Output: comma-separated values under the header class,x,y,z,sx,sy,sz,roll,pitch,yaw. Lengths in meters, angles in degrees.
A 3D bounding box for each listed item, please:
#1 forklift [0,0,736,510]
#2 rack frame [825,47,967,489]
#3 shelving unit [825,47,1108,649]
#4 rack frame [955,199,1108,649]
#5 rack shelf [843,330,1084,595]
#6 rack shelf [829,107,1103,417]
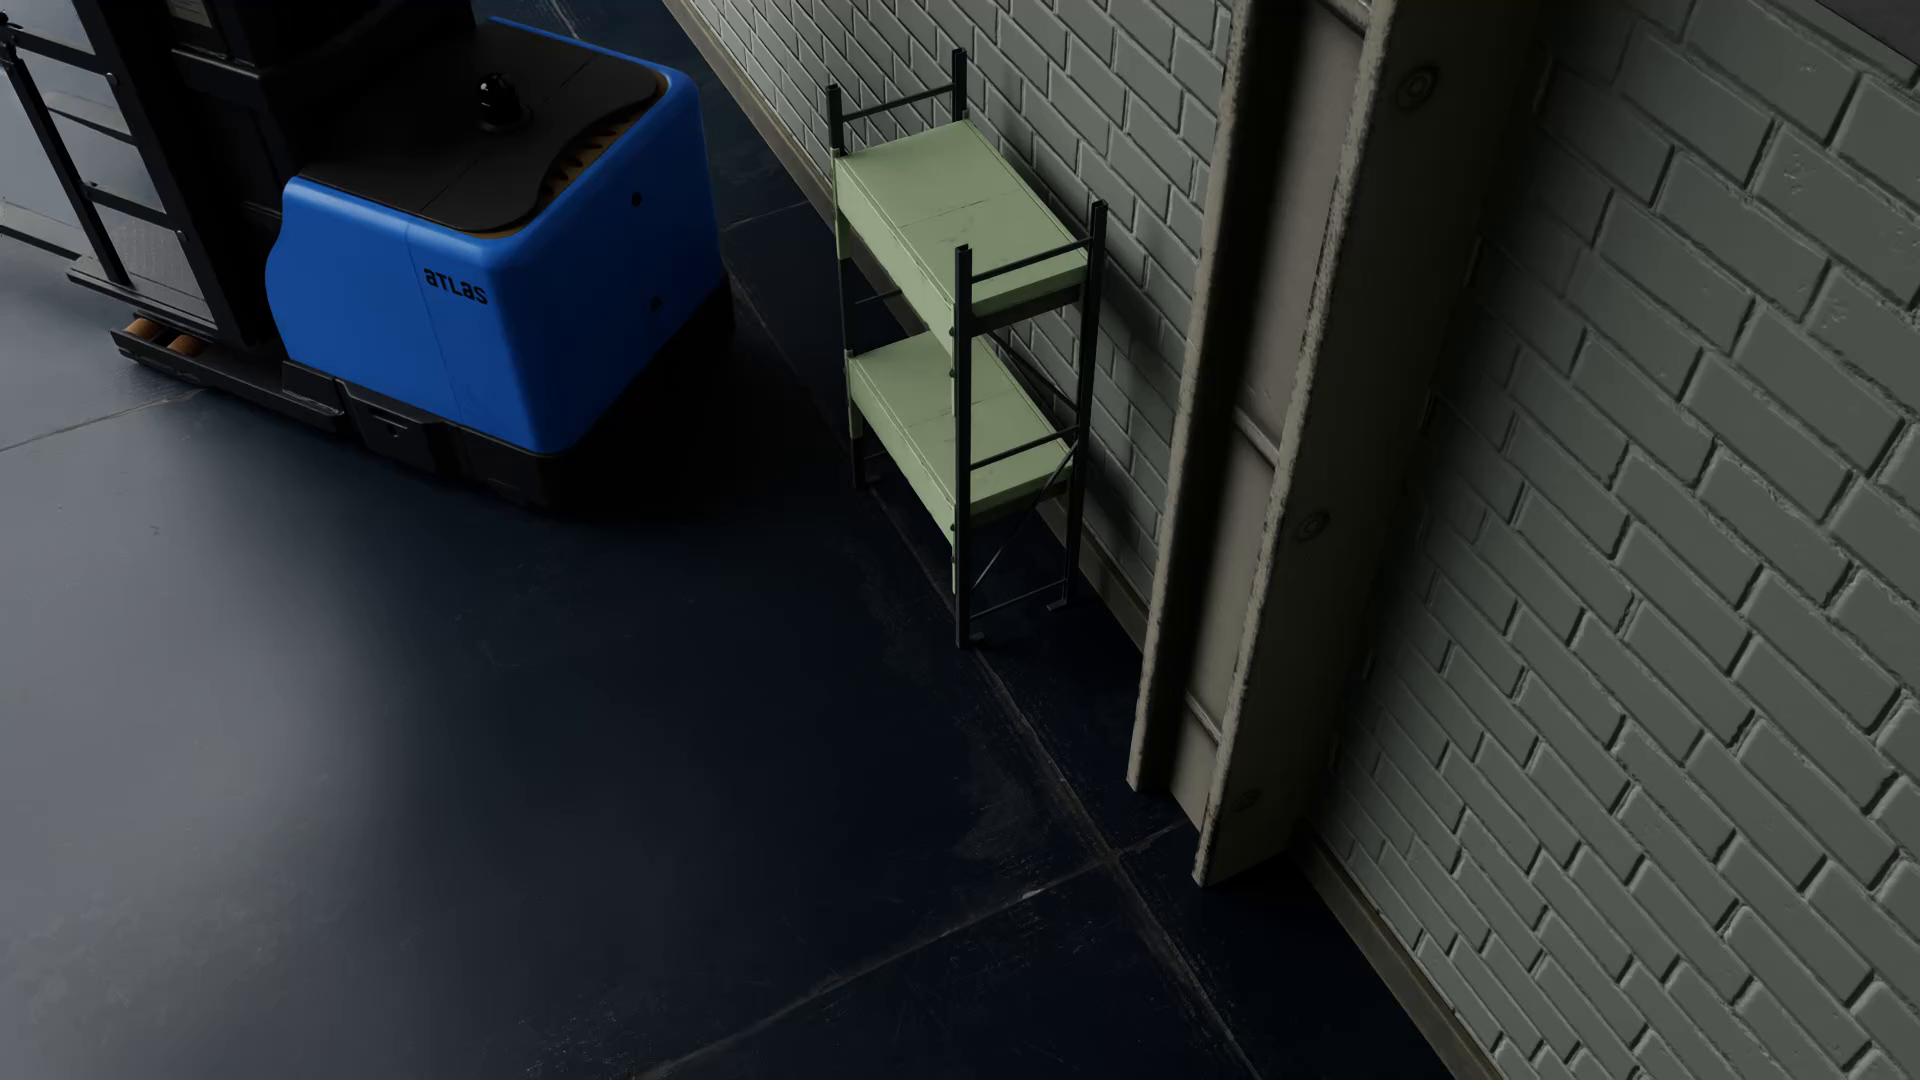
class,x,y,z,sx,sy,sz,roll,pitch,yaw
forklift,-2.338,-1.839,4.911,3.031,2.935,1.130,20,52,17
rack frame,-0.164,-0.734,4.896,0.400,1.500,0.023,-21,52,-18
shelving unit,0.003,-0.489,4.682,0.431,1.500,0.755,-21,52,-18
rack frame,0.171,-0.244,4.467,0.400,1.500,0.023,-21,52,-18
rack shelf,0.003,-0.275,4.927,0.431,0.370,0.720,-21,52,-18
rack shelf,0.003,-0.746,4.388,0.431,0.370,0.720,-21,52,-18
